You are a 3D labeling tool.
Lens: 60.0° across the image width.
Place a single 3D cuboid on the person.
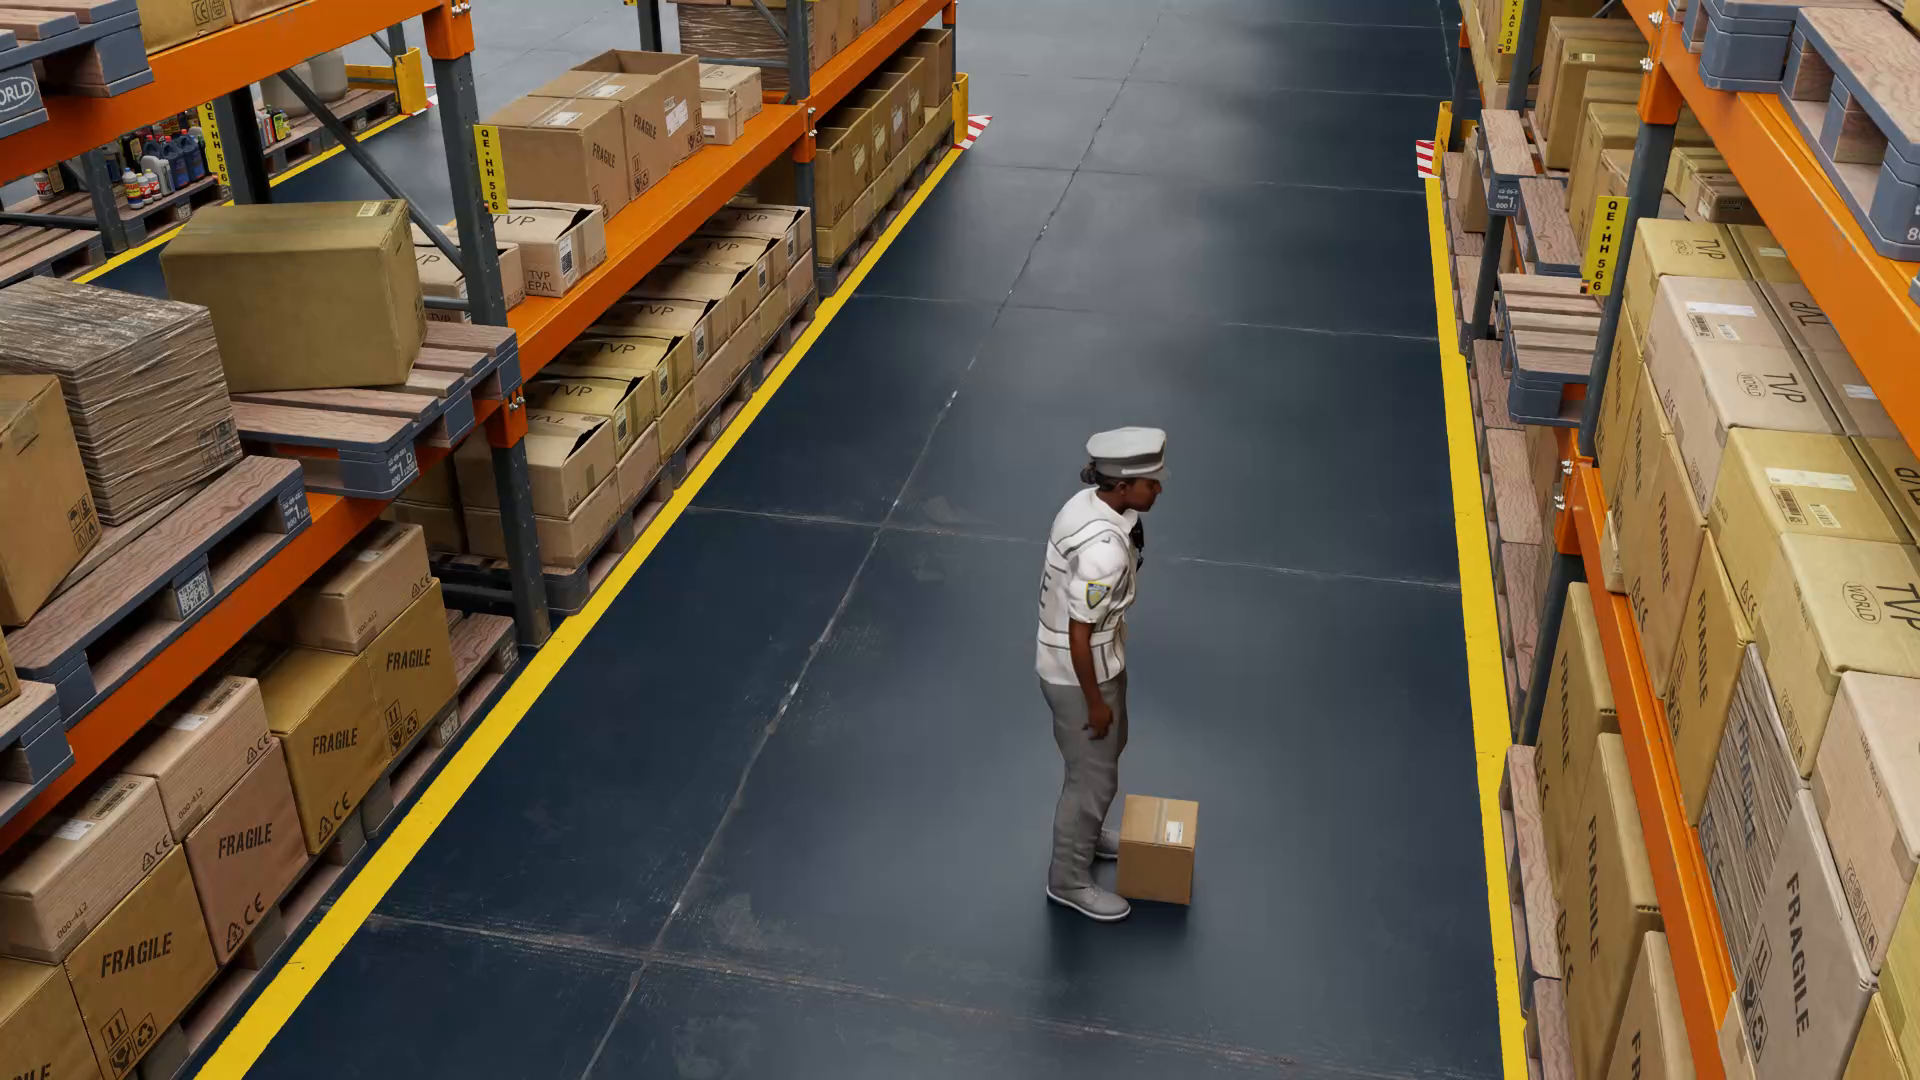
[{"bbox_3d":[0.438,0.419,5.370,0.395,1.658,0.524,4,29,8],"label":"person"}]
